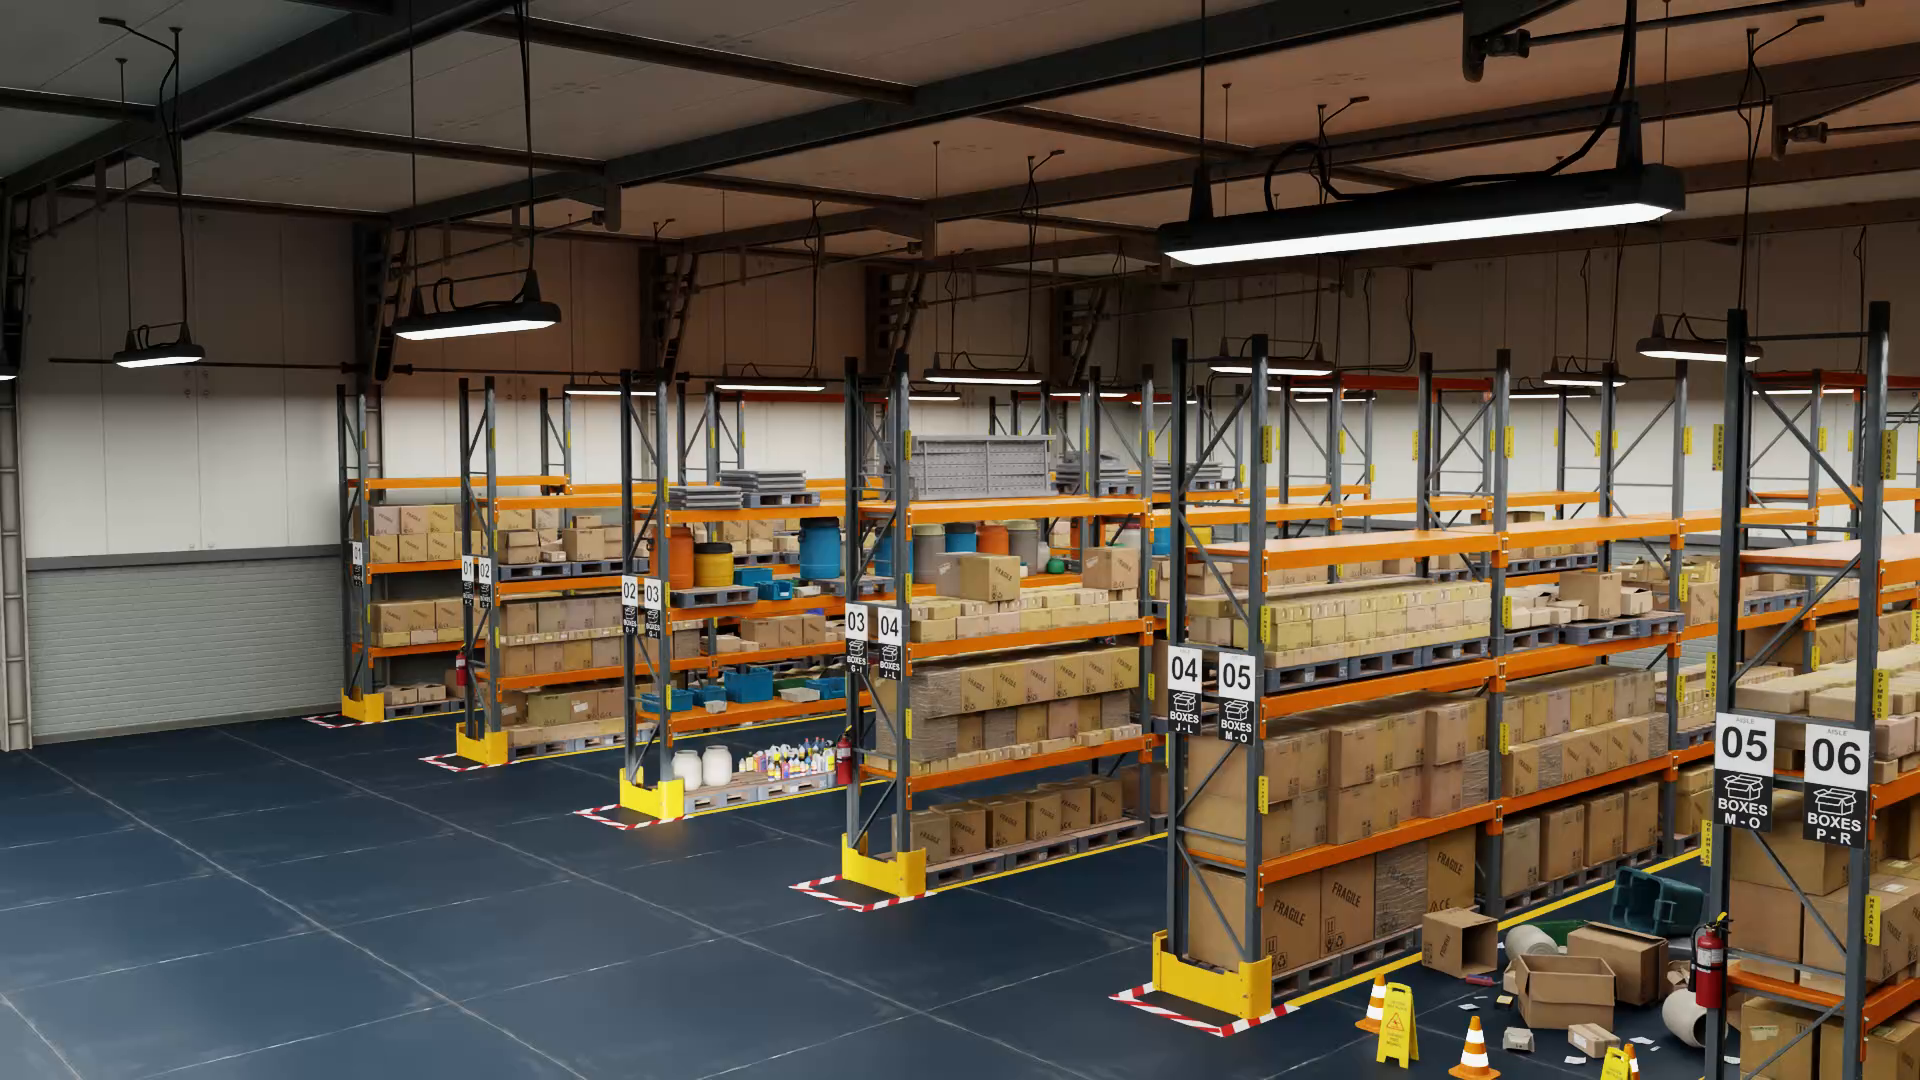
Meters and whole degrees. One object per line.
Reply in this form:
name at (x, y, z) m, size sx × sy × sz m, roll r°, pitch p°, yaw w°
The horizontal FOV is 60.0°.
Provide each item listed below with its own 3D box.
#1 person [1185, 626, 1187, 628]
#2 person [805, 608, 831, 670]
person at (5.094, 1.884, 37.591) m, size 0.473 × 1.626 × 0.690 m, roll 1°, pitch 4°, yaw 9°
person at (-2.909, 2.009, 34.187) m, size 0.601 × 1.680 × 0.504 m, roll -2°, pitch 4°, yaw -26°
